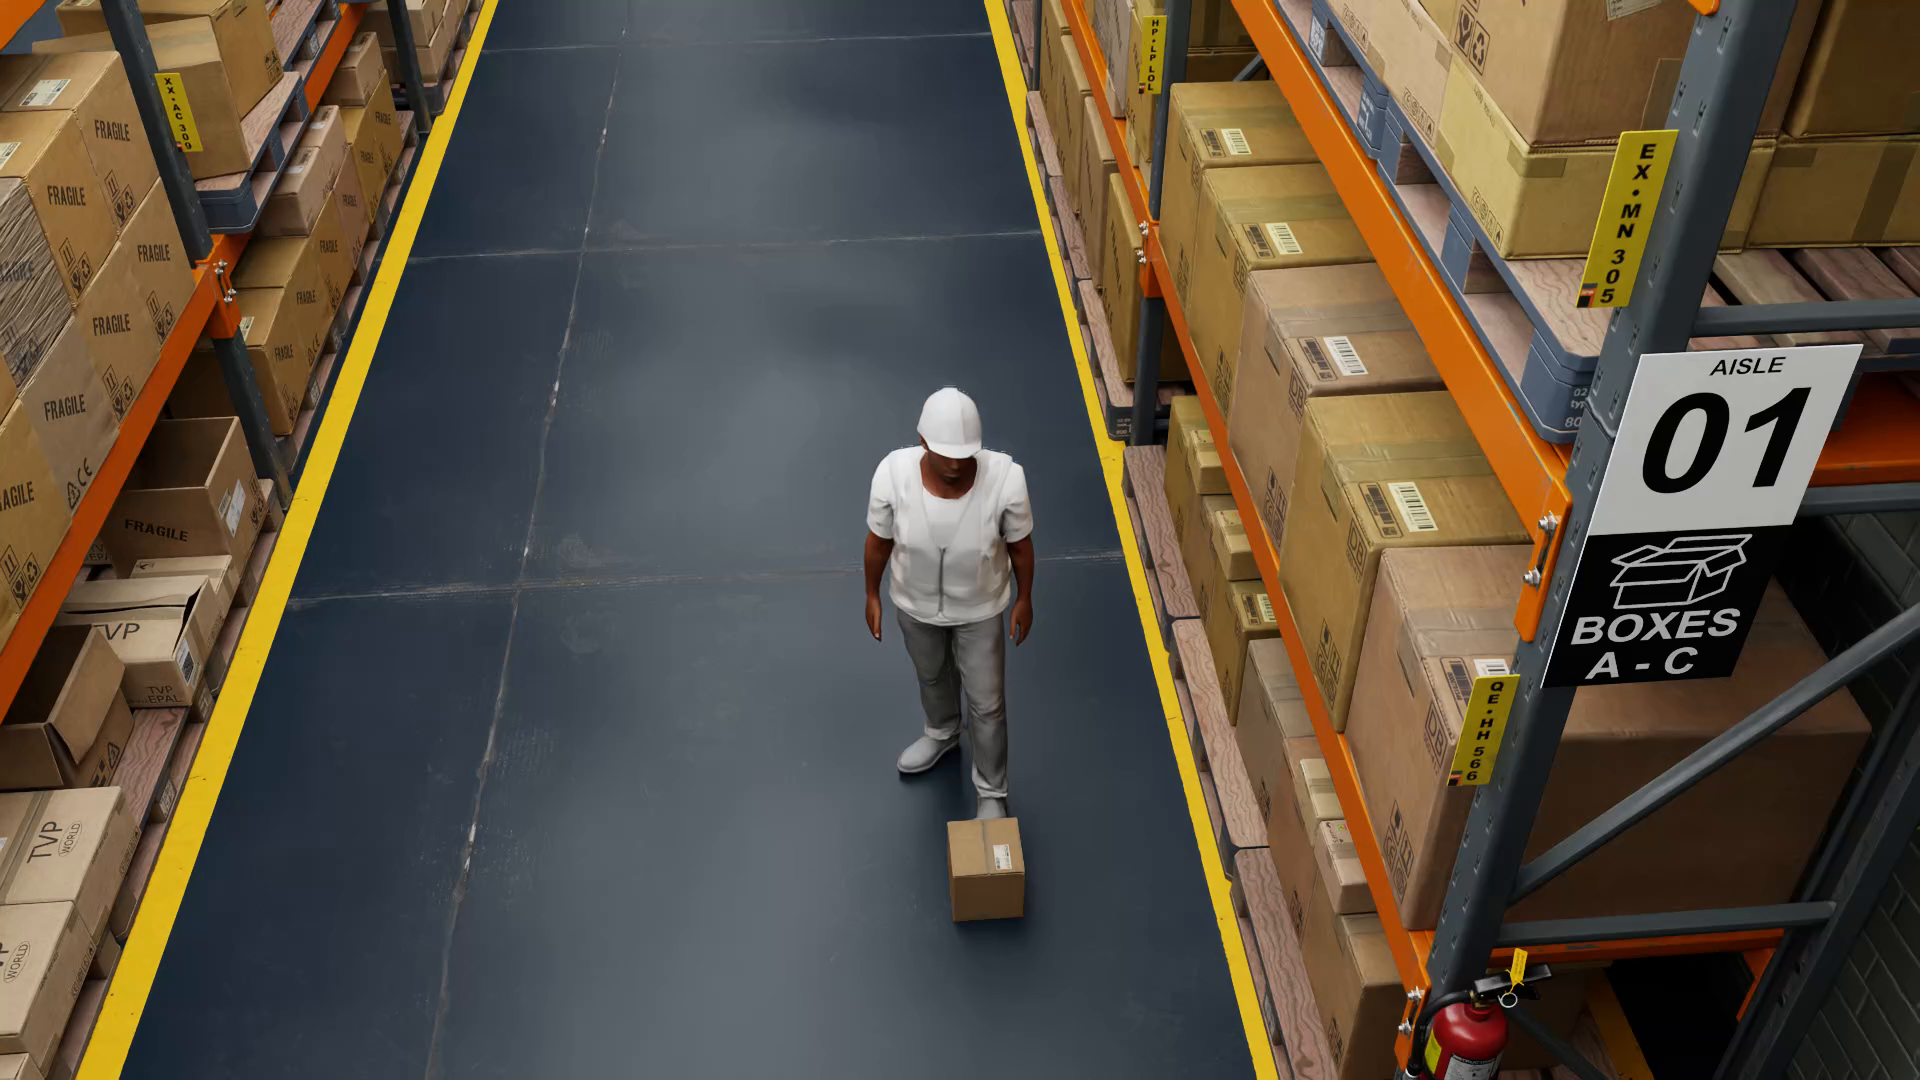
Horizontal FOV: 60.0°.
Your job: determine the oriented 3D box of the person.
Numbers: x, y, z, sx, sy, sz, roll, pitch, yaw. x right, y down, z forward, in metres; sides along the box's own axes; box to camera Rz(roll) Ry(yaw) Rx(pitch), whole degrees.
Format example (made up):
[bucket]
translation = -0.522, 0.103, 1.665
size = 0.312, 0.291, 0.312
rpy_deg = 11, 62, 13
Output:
[person]
translation = -0.058, 0.257, 5.798
size = 0.592, 1.758, 0.600
rpy_deg = 7, 39, 9
